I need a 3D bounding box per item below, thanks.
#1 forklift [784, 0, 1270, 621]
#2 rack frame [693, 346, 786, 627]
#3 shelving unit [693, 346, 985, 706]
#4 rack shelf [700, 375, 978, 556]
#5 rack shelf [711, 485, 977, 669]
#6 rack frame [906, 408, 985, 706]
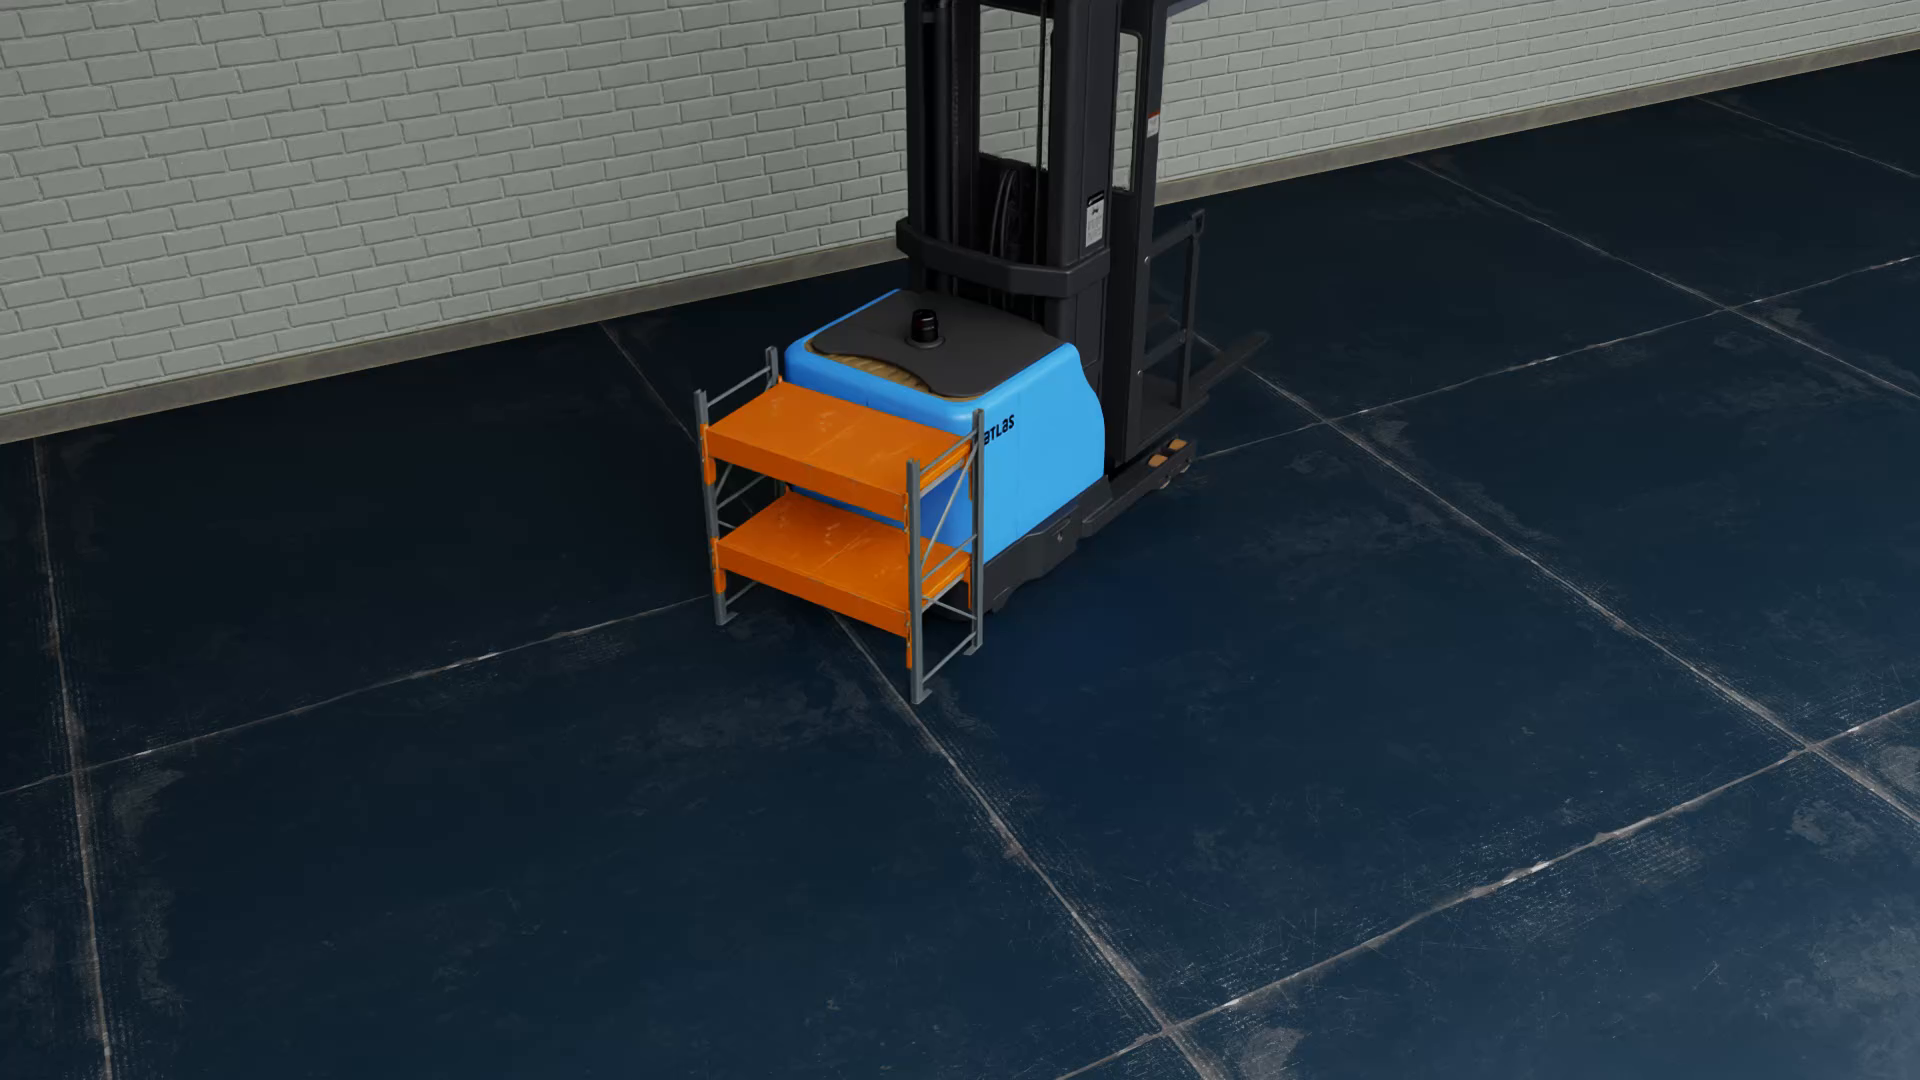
[{"bbox_3d":[0.522,-1.628,7.574,1.130,2.935,3.031,22,39,30],"label":"forklift"},{"bbox_3d":[-0.908,-0.218,7.047,0.032,1.125,0.500,19,37,27],"label":"rack frame"},{"bbox_3d":[-0.479,-0.070,6.817,1.048,1.125,0.538,19,37,27],"label":"shelving unit"},{"bbox_3d":[-0.479,-0.317,6.659,1.000,0.278,0.538,19,37,27],"label":"rack shelf"},{"bbox_3d":[-0.479,0.136,6.949,1.000,0.278,0.538,19,37,27],"label":"rack shelf"},{"bbox_3d":[-0.051,0.077,6.587,0.032,1.125,0.500,19,37,27],"label":"rack frame"}]
